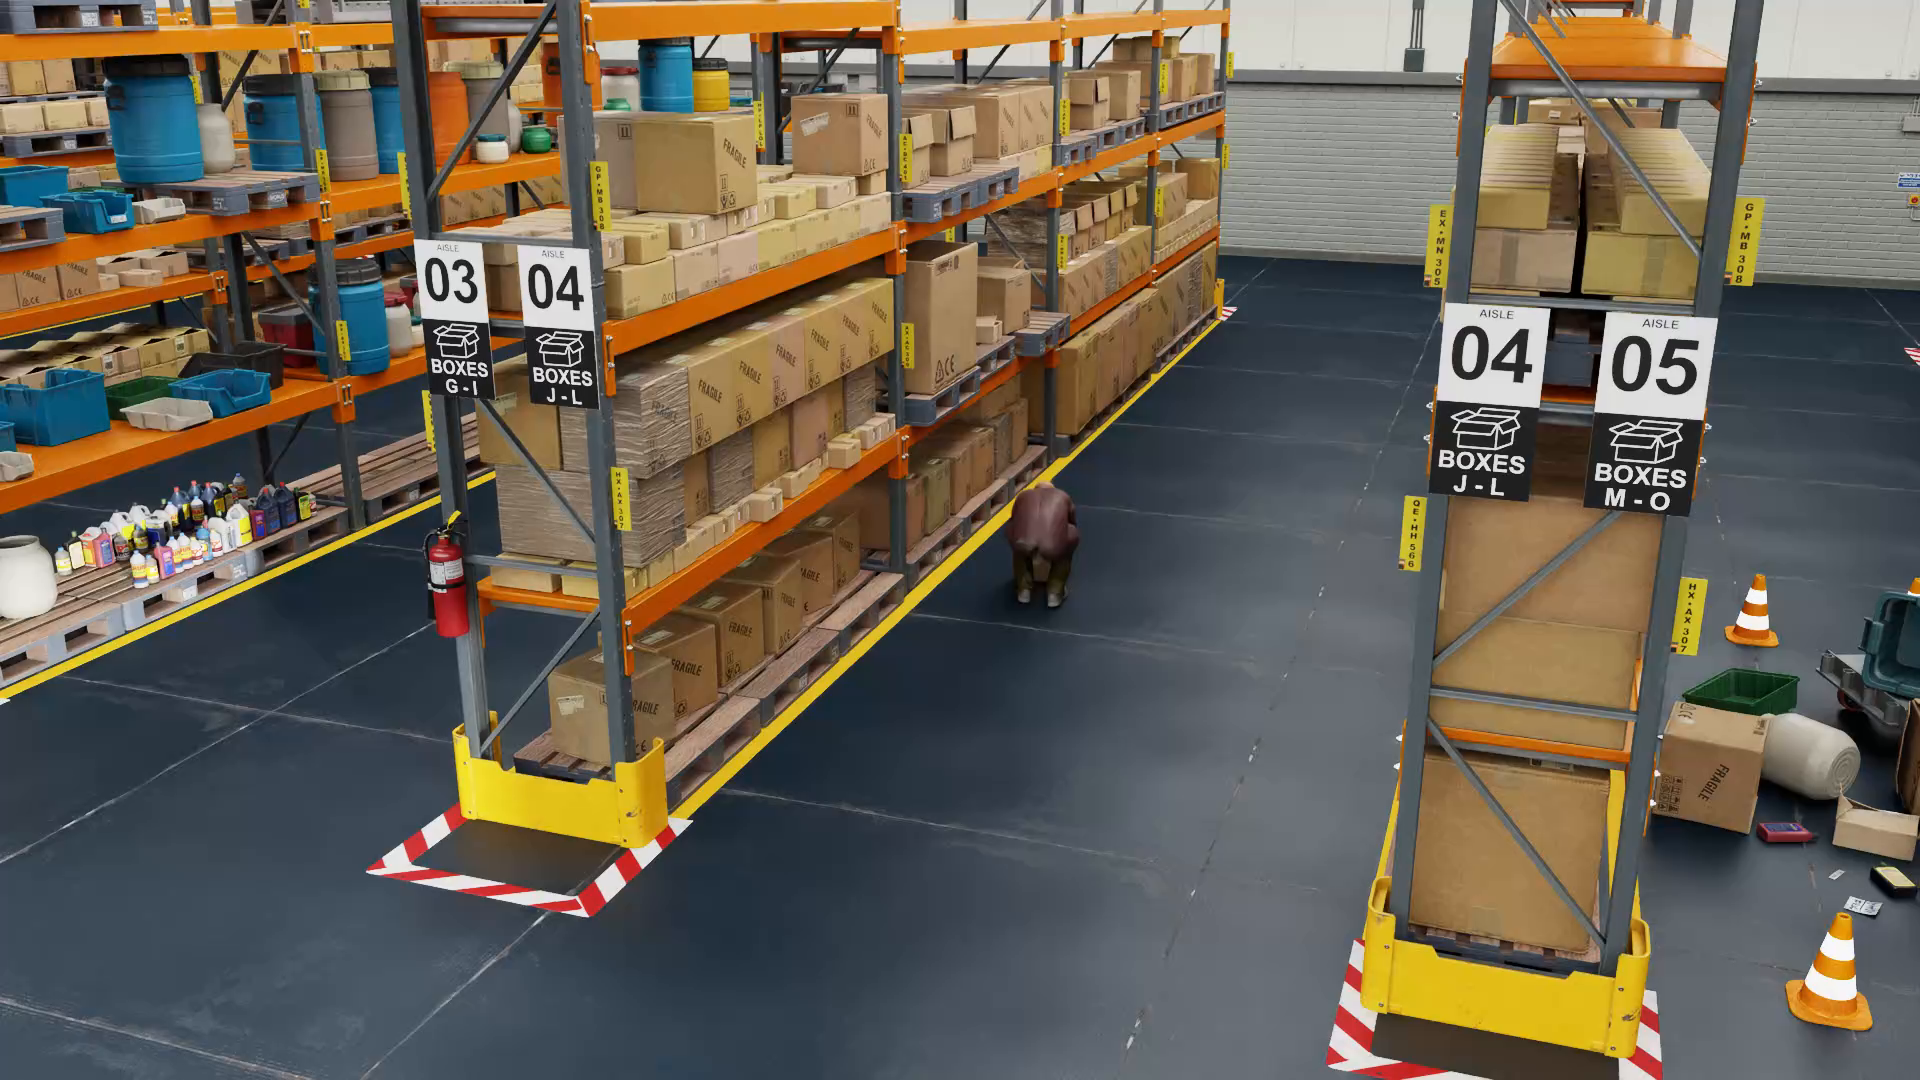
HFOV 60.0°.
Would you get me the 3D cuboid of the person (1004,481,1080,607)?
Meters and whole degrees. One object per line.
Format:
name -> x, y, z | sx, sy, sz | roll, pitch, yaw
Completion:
person -> 0.629, 0.028, 12.584 | 0.573, 0.818, 0.972 | 3, 19, 8
